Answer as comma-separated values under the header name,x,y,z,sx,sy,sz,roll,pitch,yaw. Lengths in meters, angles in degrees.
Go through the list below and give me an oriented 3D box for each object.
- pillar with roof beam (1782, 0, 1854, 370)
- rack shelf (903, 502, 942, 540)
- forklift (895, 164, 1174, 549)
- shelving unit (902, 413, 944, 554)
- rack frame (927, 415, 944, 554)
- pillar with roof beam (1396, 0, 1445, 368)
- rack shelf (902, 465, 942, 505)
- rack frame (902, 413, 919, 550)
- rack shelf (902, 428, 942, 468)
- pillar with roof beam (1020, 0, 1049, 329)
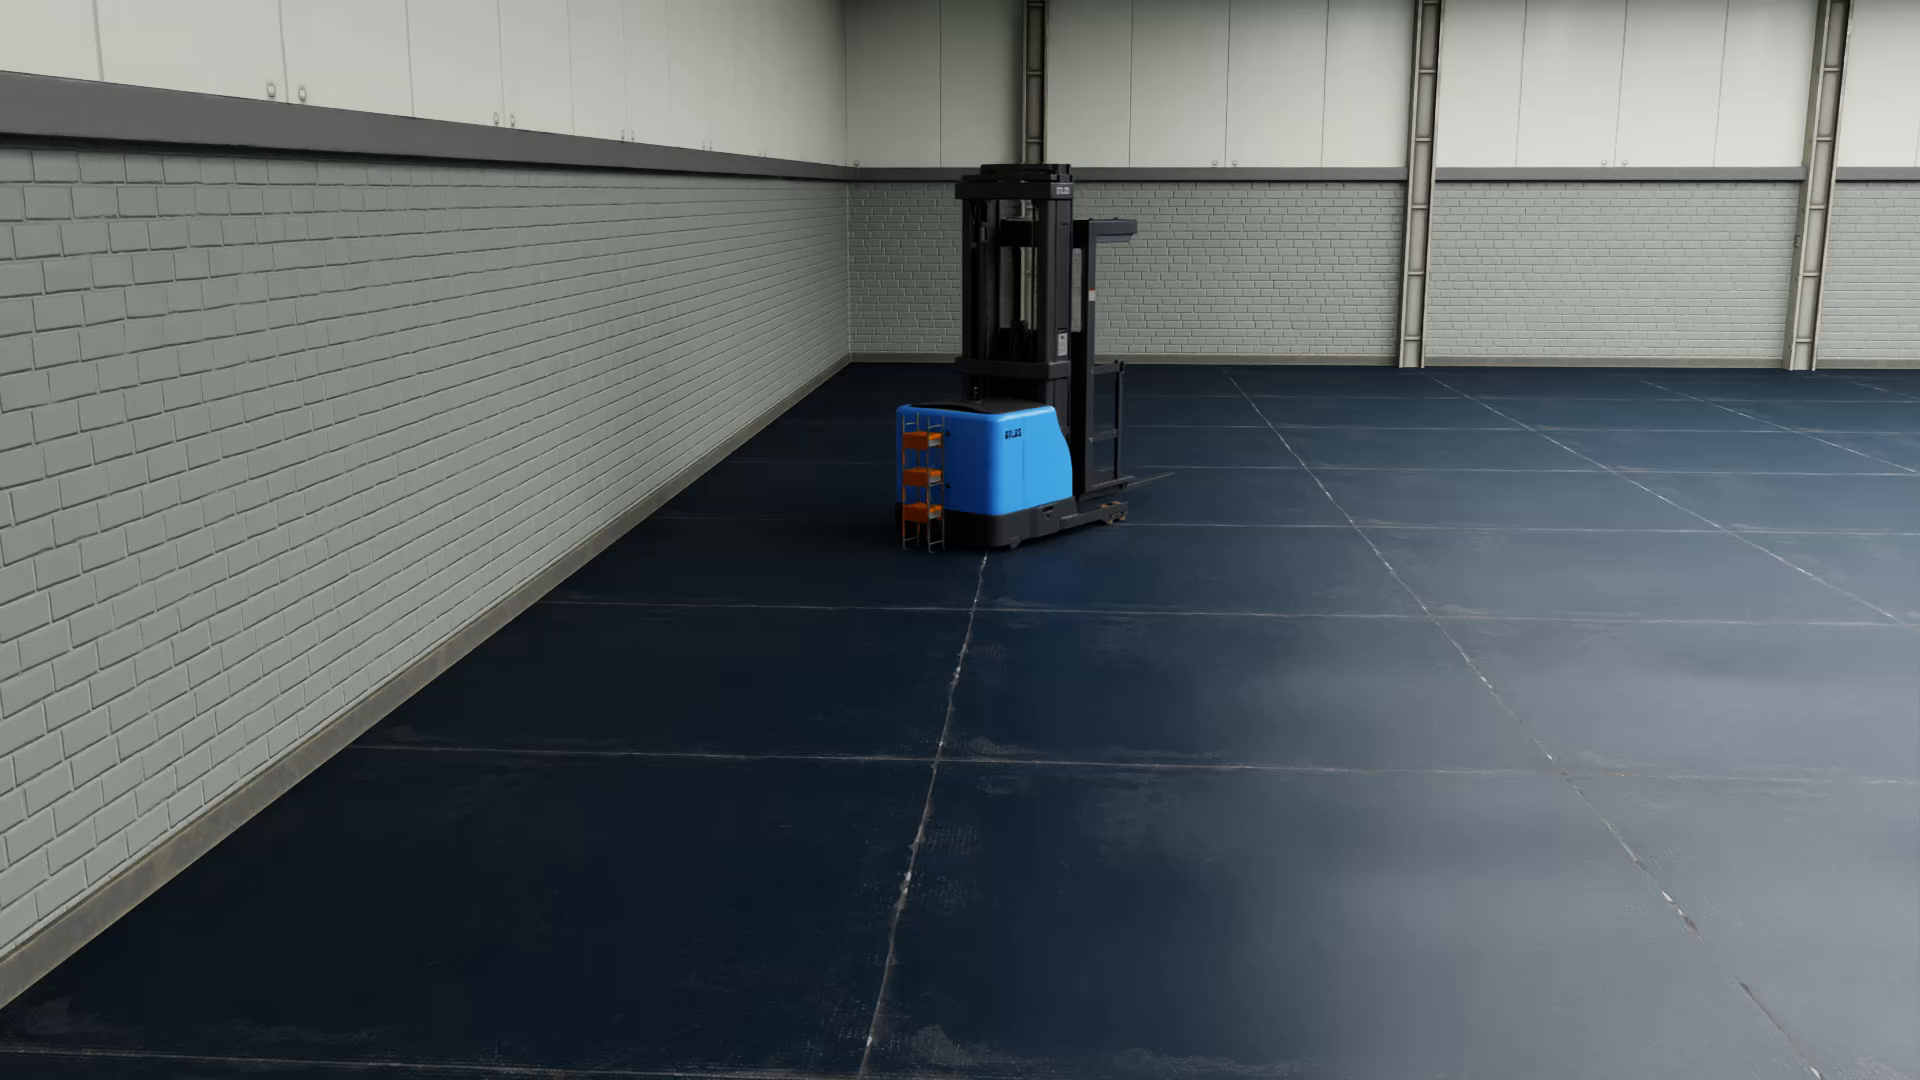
name,x,y,z,sx,sy,sz,roll,pitch,yaw
pillar with roof beam,12.857,-6.204,20.949,0.400,9.000,9.100,1,12,4
rack shelf,-0.284,-0.156,12.860,0.240,0.259,0.215,8,15,35
forklift,0.769,-1.616,13.836,1.130,2.935,3.031,9,15,36
shelving unit,-0.284,-0.439,12.801,0.252,1.050,0.215,8,15,35
rack frame,-0.185,-0.424,12.731,0.008,1.050,0.200,8,15,35
pillar with roof beam,6.870,-6.286,21.341,0.400,9.000,9.100,1,12,4
rack shelf,-0.284,-0.428,12.803,0.240,0.259,0.215,8,15,35
rack frame,-0.382,-0.453,12.872,0.008,1.050,0.200,8,15,35
rack shelf,-0.284,-0.706,12.745,0.240,0.259,0.215,8,15,35
pillar with roof beam,0.883,-6.368,21.734,0.400,9.000,9.100,1,12,4
